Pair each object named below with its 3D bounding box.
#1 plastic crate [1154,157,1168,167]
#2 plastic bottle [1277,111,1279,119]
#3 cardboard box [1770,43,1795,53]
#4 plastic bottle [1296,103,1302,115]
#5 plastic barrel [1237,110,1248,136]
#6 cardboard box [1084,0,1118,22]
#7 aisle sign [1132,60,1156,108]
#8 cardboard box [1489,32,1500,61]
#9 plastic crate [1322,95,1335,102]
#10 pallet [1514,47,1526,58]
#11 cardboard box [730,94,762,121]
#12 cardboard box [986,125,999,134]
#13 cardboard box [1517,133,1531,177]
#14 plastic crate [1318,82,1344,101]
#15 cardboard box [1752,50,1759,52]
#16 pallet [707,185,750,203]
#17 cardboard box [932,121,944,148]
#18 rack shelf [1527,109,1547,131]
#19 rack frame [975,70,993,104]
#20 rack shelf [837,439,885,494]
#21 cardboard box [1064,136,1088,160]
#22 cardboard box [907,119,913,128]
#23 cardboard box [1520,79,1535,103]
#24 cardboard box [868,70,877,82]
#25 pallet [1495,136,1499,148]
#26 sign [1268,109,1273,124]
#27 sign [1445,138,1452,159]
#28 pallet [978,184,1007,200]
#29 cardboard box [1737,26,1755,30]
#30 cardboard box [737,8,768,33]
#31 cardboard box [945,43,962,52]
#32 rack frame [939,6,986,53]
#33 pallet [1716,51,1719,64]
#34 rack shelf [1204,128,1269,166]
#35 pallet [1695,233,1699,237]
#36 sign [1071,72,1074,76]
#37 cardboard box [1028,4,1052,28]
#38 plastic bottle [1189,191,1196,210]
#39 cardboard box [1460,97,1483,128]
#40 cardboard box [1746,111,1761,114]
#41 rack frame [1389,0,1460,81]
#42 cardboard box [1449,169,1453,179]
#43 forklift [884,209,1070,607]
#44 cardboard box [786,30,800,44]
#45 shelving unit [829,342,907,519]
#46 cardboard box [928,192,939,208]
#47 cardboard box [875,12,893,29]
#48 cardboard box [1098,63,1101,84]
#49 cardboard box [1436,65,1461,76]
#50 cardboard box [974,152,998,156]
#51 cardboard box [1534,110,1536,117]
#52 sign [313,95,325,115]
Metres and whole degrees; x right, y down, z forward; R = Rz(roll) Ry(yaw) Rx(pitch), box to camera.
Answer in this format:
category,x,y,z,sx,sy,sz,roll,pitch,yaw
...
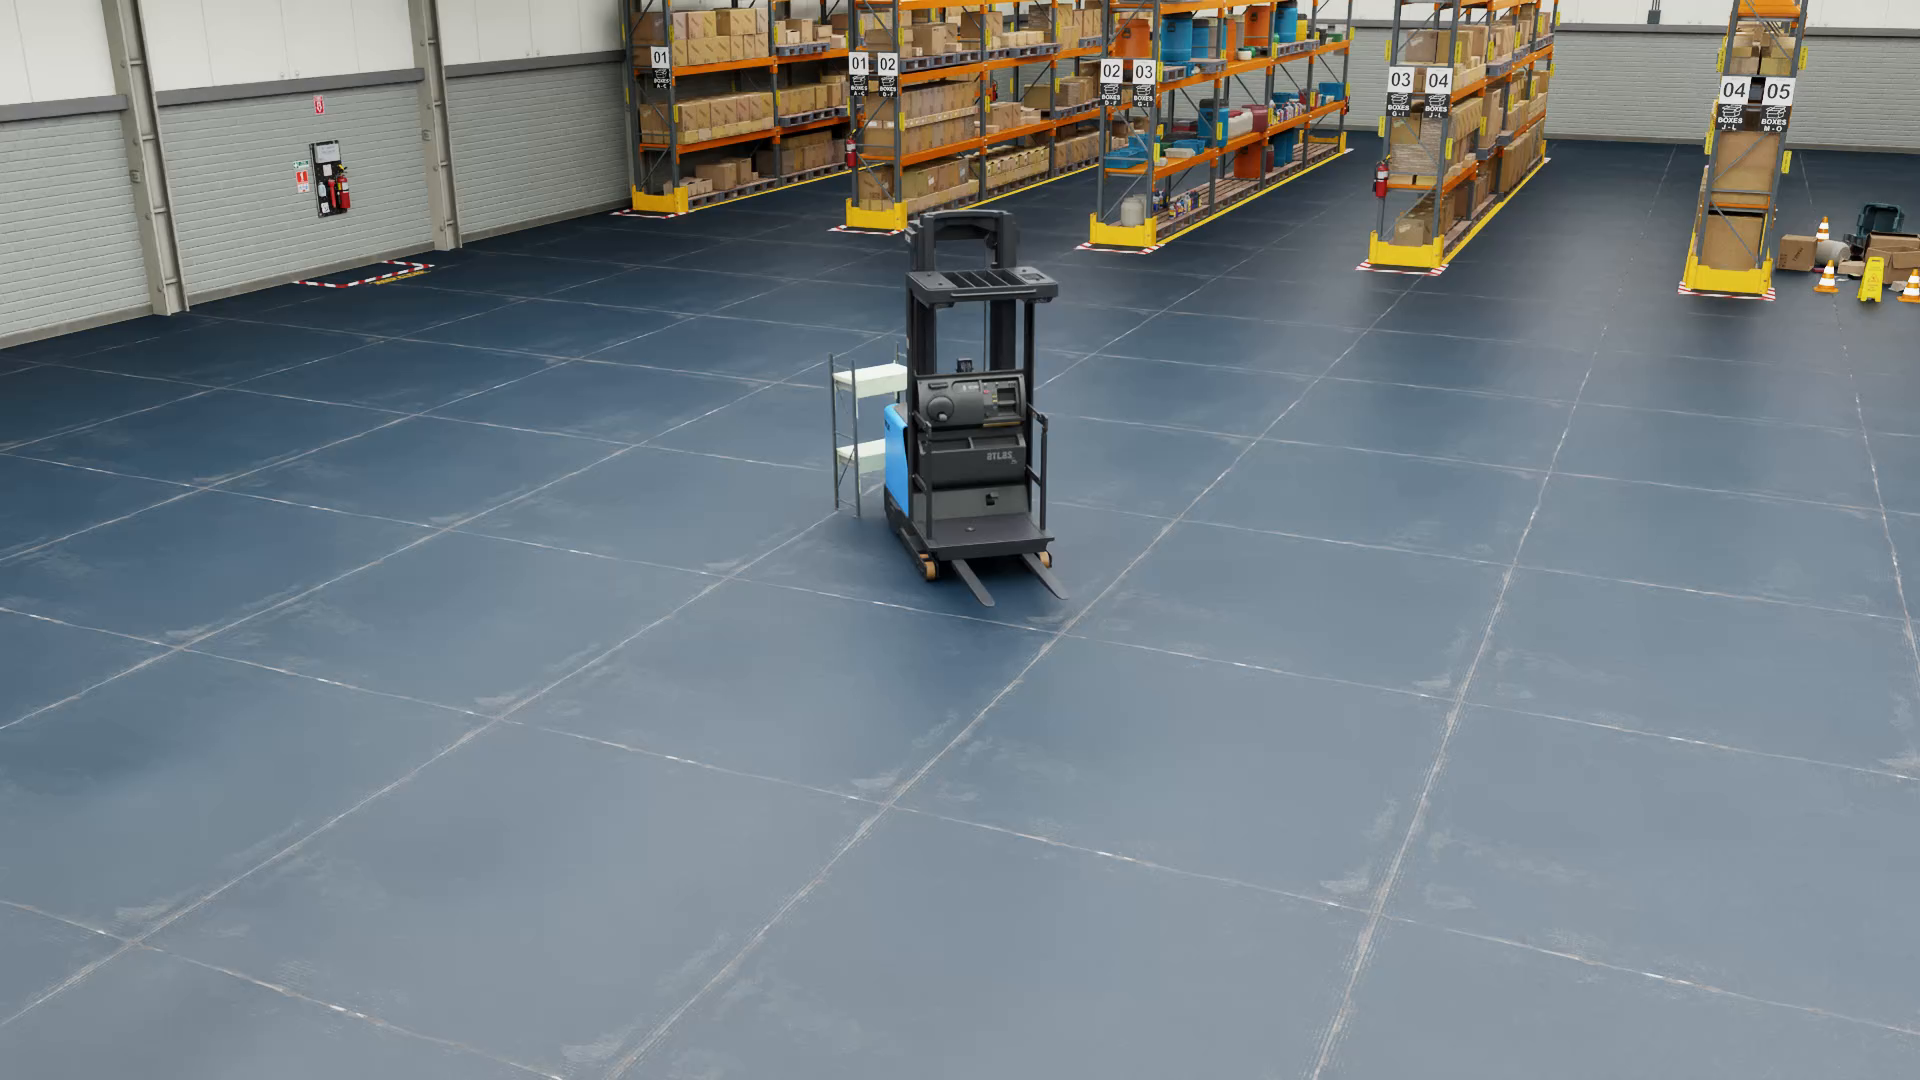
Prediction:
category,x,y,z,sx,sy,sz,roll,pitch,yaw
plastic crate,3.597,-6.822,30.021,0.298,0.136,0.250,9,21,23
plastic bottle,7.096,-9.474,37.277,0.097,0.271,0.097,0,20,0
cardboard box,12.783,-7.610,25.777,0.380,0.149,0.250,8,21,22
plastic bottle,7.984,-10.162,39.204,0.152,0.276,0.135,9,21,23
plastic barrel,5.814,-8.742,34.861,0.421,0.512,0.421,0,20,0
cardboard box,3.497,-13.151,41.307,0.700,0.500,0.500,9,21,23
aisle sign,3.174,-7.879,28.721,0.394,0.787,0.004,9,21,23
cardboard box,9.761,-9.338,31.445,0.797,0.503,0.637,10,22,25
plastic crate,9.320,-11.238,42.348,0.396,0.136,0.243,9,21,23
pallet,11.402,-10.353,35.363,1.003,0.211,1.213,10,22,25
cardboard box,-4.574,-9.251,35.531,0.500,0.500,0.500,8,21,22
cardboard box,0.607,-8.745,35.409,0.380,0.149,0.250,9,21,23
cardboard box,12.125,-8.704,37.463,1.225,0.875,0.875,9,21,23
plastic crate,9.522,-11.525,42.709,0.616,0.435,0.499,9,21,23
cardboard box,12.503,-7.701,26.628,0.500,0.250,0.500,9,21,23
pallet,-5.205,-7.400,35.416,1.003,0.211,1.213,9,21,23
cardboard box,-0.747,-8.059,32.957,0.700,0.500,0.500,9,22,24
rack shelf,13.188,-9.978,39.575,1.077,0.370,4.000,9,21,23
rack frame,0.450,-12.967,46.907,1.000,3.000,0.127,9,21,23
rack shelf,-0.768,-0.724,15.677,0.720,0.370,0.431,-14,23,-34
cardboard box,2.770,-9.446,40.081,0.500,0.500,0.500,8,21,21
cardboard box,-1.118,-7.922,31.603,0.380,0.149,0.250,8,21,21
cardboard box,12.799,-10.239,37.898,0.500,0.500,0.500,9,21,23
cardboard box,-2.185,-11.339,40.588,0.500,0.250,0.500,8,21,22
pallet,9.958,-7.781,32.612,1.003,0.211,1.213,9,21,23
sign,6.717,-9.166,35.975,0.100,0.325,0.005,9,21,23
sign,7.950,-6.370,27.066,0.100,0.325,0.005,9,21,23
pallet,0.323,-7.537,35.800,1.003,0.211,1.213,9,21,23
cardboard box,15.652,-10.147,33.211,0.396,0.266,0.258,9,21,23
cardboard box,-4.421,-11.049,35.367,0.500,0.500,0.500,7,21,18
cardboard box,-0.187,-9.773,32.988,0.380,0.149,0.250,9,21,23
rack frame,0.057,-11.447,33.679,1.000,3.000,0.127,9,21,23
pallet,16.081,-9.827,33.882,1.213,0.211,1.003,9,21,23
rack shelf,5.394,-8.212,34.610,1.077,0.370,4.000,9,21,23
pallet,13.824,-5.481,30.018,1.003,0.211,1.213,9,21,23
sign,2.835,-11.546,41.619,0.100,0.325,0.005,9,21,23
cardboard box,1.880,-11.907,37.808,0.500,0.500,0.500,9,21,23
plastic bottle,4.495,-6.603,32.310,0.144,0.351,0.185,7,21,20
cardboard box,9.160,-7.743,30.132,0.500,0.500,0.500,9,21,23
cardboard box,13.395,-7.020,28.348,0.875,0.550,0.550,9,21,23
rack frame,7.455,-8.864,26.415,1.000,3.000,0.127,9,21,23
cardboard box,8.218,-6.276,28.467,0.380,0.149,0.250,9,21,23
forklift,0.154,-1.179,13.863,1.130,2.935,3.031,-5,20,-14
cardboard box,-3.915,-11.212,37.003,0.500,0.311,0.500,9,22,24
shelving unit,-0.773,-1.033,15.573,0.755,1.500,0.431,-14,23,-34
cardboard box,-0.752,-6.739,32.872,0.500,0.250,0.500,9,21,23
cardboard box,-2.081,-12.835,41.252,0.700,0.500,0.500,9,21,23
cardboard box,3.783,-11.689,41.673,0.500,0.500,0.500,9,22,24
cardboard box,7.973,-7.686,27.209,0.380,0.149,0.250,9,21,24
cardboard box,0.584,-8.415,36.748,0.500,0.311,0.500,8,21,22
cardboard box,13.219,-9.952,38.803,0.380,0.149,0.250,8,21,22
sign,-10.202,-6.928,26.466,0.001,0.298,0.199,9,21,23
